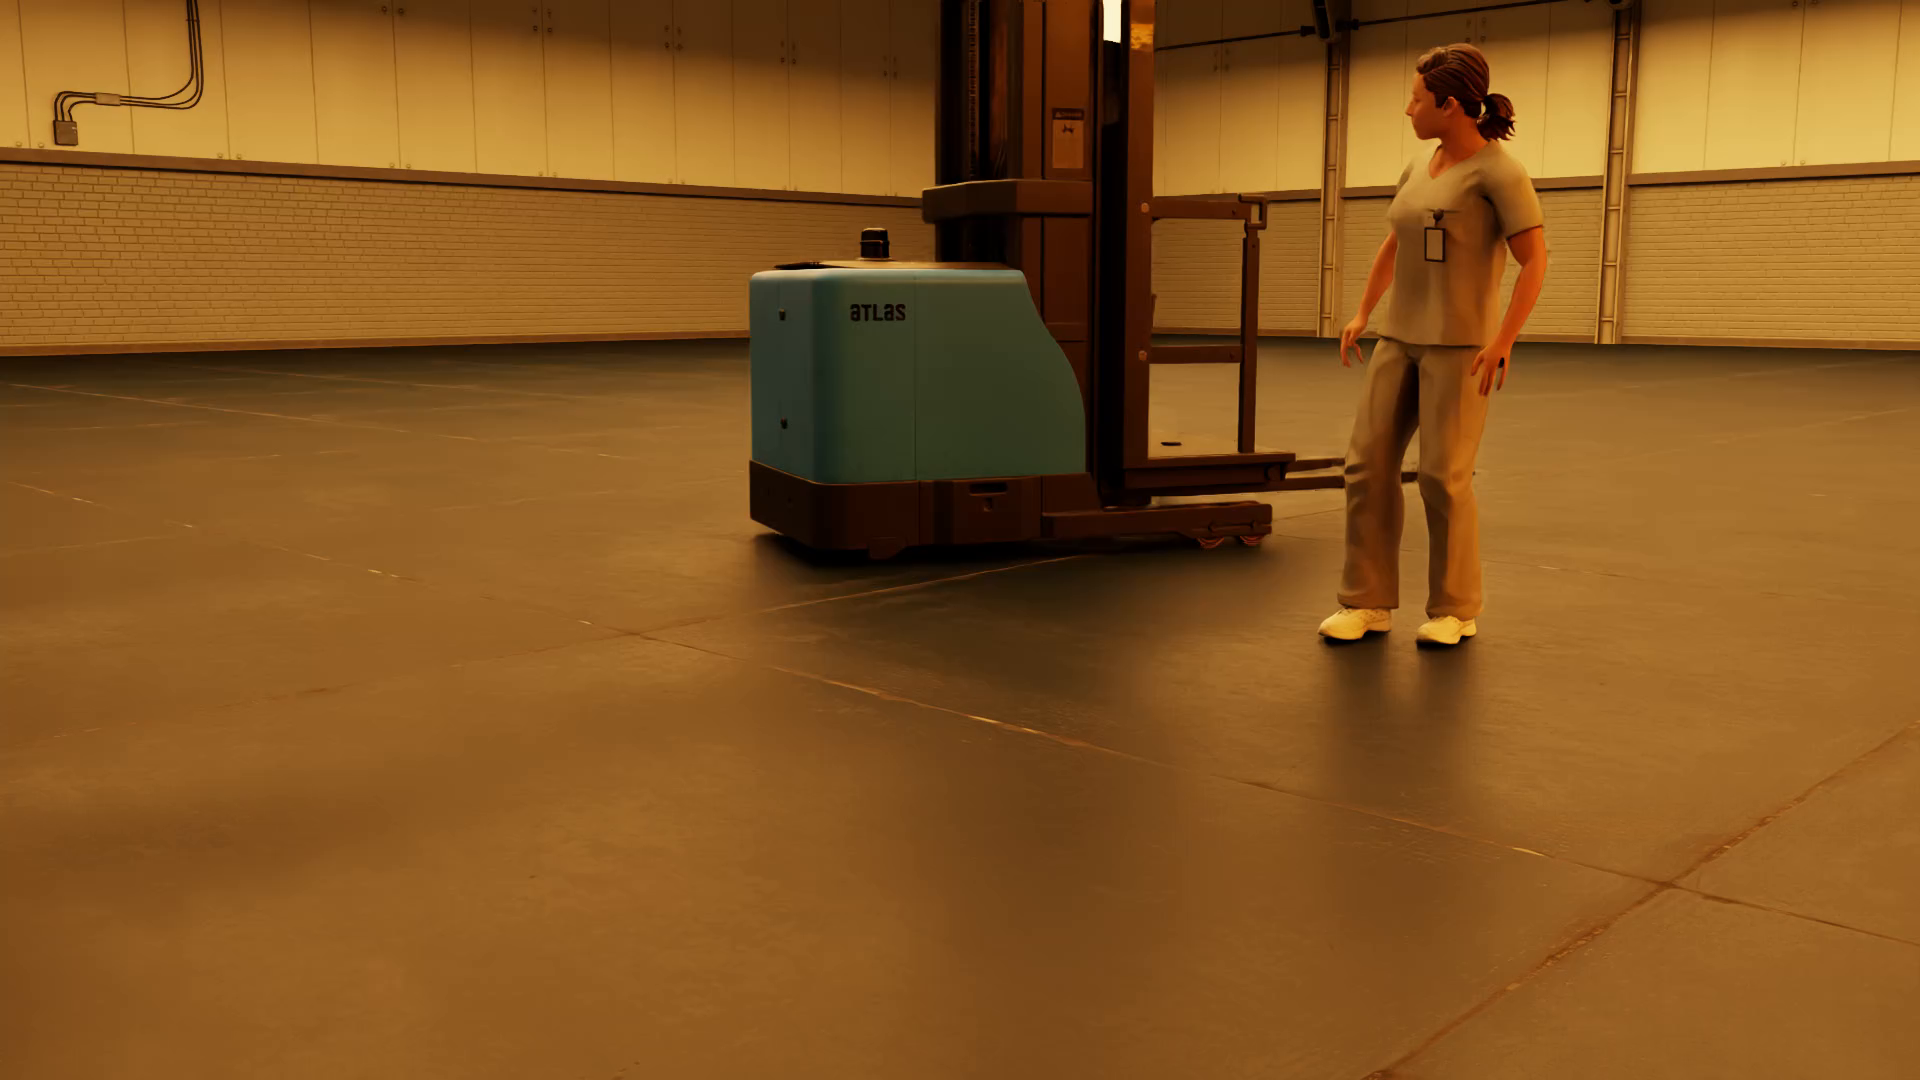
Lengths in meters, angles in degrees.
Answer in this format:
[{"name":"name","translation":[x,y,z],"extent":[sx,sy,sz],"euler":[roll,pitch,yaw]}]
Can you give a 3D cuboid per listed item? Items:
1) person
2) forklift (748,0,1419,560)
[{"name":"person","translation":[1.298,-0.529,4.671],"extent":[0.471,1.657,0.633],"euler":[-6,10,-35]},{"name":"forklift","translation":[0.702,-1.493,6.788],"extent":[3.031,2.935,1.130],"euler":[-4,9,-22]}]
